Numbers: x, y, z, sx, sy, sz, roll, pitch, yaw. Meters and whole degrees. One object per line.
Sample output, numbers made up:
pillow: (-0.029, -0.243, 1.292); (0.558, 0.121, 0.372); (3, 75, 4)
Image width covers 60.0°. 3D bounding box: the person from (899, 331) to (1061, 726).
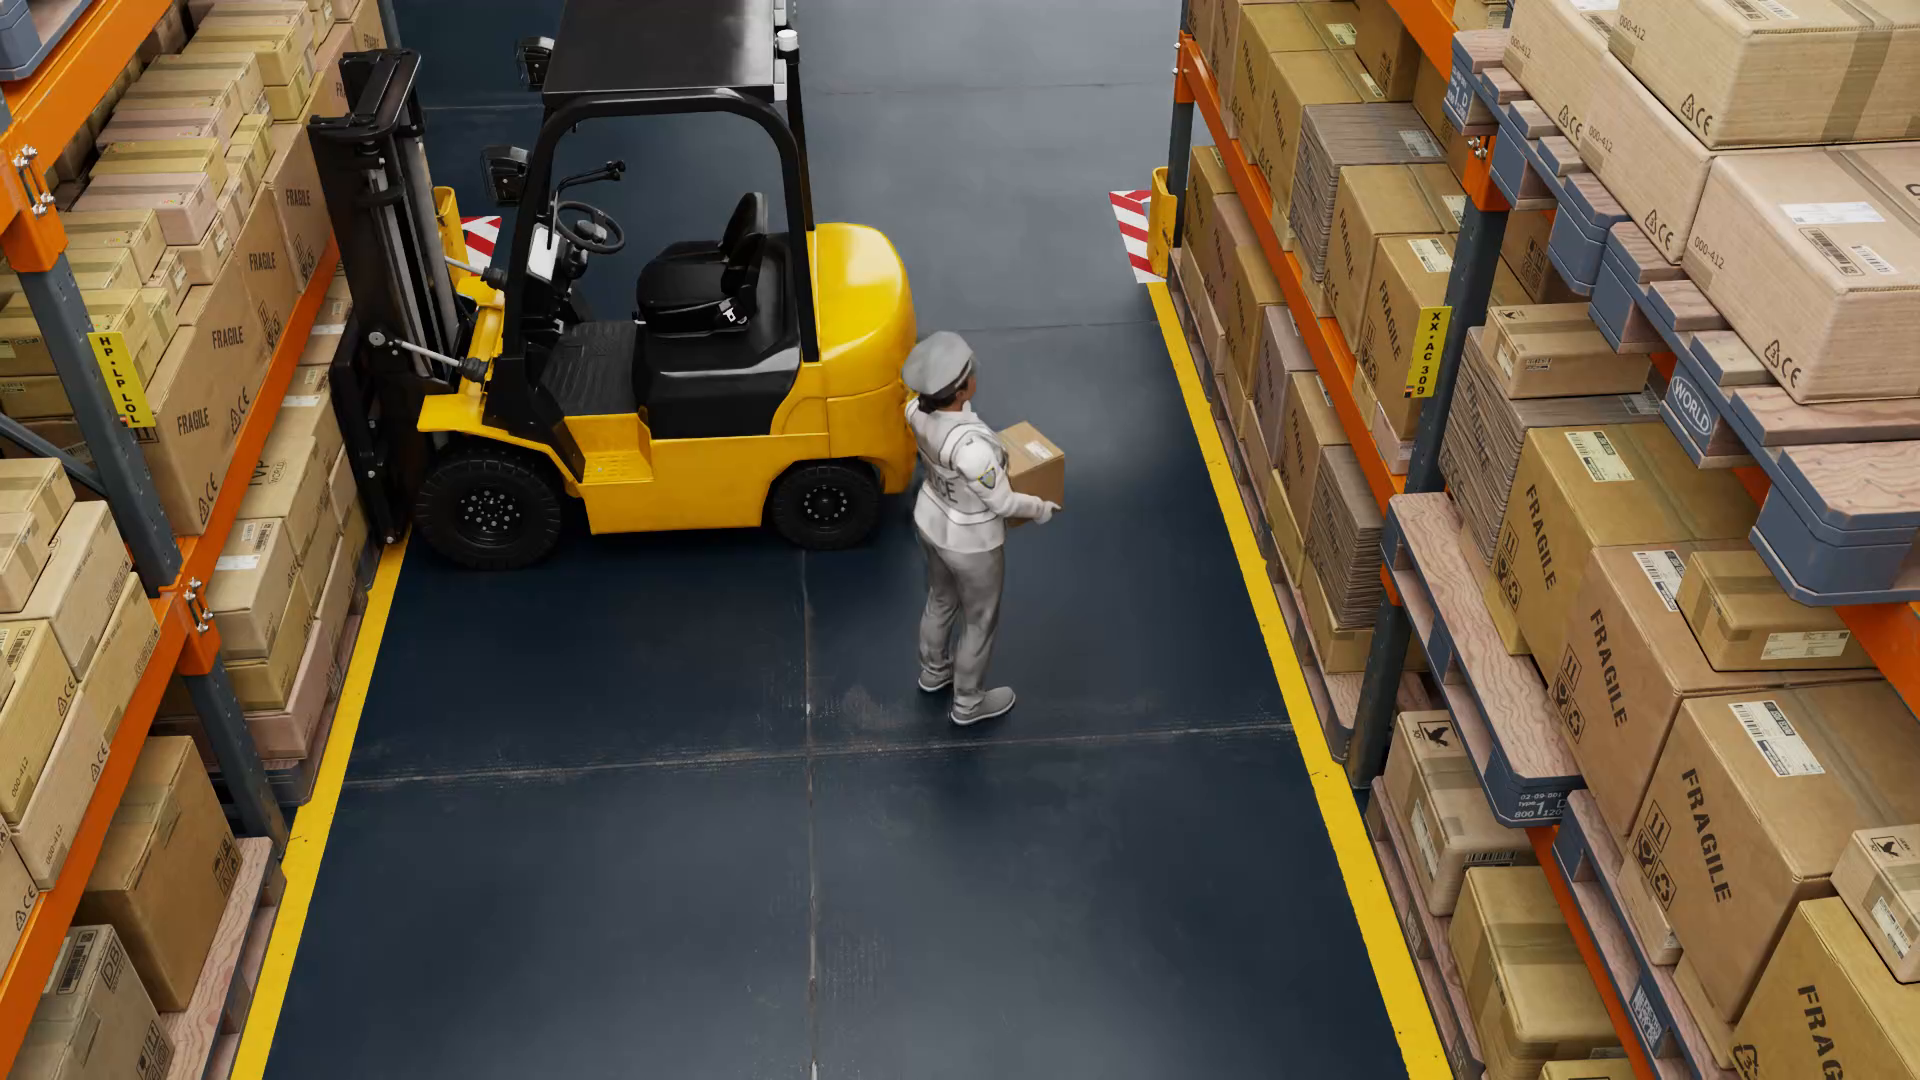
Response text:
person: (0.065, -0.057, 6.198); (0.554, 1.693, 0.466); (-22, 44, -25)
